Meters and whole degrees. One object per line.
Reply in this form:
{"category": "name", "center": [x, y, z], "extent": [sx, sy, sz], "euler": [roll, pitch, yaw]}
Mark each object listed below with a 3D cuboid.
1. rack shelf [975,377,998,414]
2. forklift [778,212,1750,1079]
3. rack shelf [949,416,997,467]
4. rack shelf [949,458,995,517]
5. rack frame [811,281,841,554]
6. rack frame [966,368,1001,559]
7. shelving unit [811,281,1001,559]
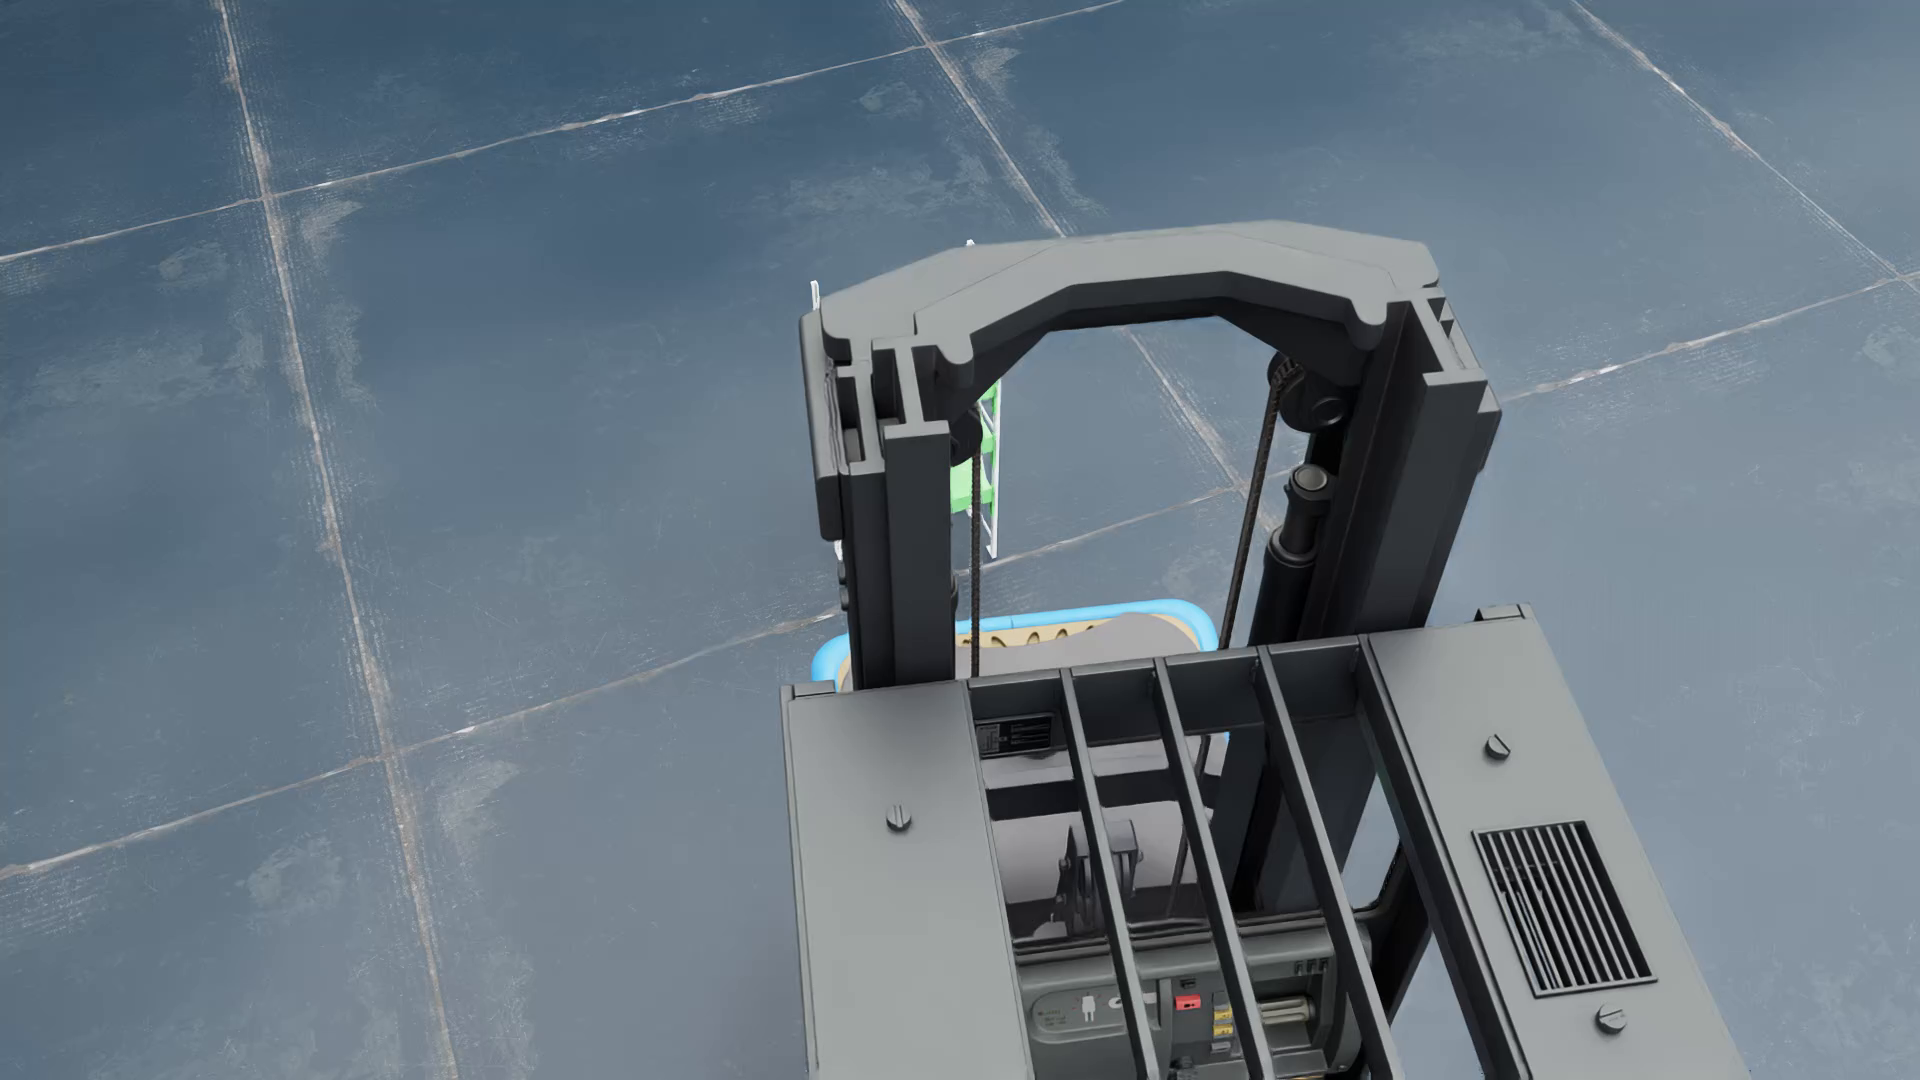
{"category": "rack shelf", "center": [-0.153, -0.458, 5.120], "extent": [0.480, 0.148, 0.258], "euler": [-17, 52, -14]}
{"category": "forklift", "center": [0.325, 1.032, 2.932], "extent": [1.130, 2.935, 3.031], "euler": [-6, 50, -5]}
{"category": "rack shelf", "center": [-0.153, -0.302, 5.303], "extent": [0.480, 0.148, 0.258], "euler": [-17, 52, -14]}
{"category": "rack shelf", "center": [-0.153, -0.145, 5.485], "extent": [0.480, 0.148, 0.258], "euler": [-17, 52, -14]}
{"category": "rack frame", "center": [-0.379, -0.273, 5.194], "extent": [0.015, 1.200, 0.240], "euler": [-17, 52, -14]}
{"category": "rack frame", "center": [0.073, -0.413, 5.314], "extent": [0.015, 1.200, 0.240], "euler": [-17, 52, -14]}
{"category": "shelving unit", "center": [-0.153, -0.343, 5.254], "extent": [0.503, 1.200, 0.258], "euler": [-17, 52, -14]}
